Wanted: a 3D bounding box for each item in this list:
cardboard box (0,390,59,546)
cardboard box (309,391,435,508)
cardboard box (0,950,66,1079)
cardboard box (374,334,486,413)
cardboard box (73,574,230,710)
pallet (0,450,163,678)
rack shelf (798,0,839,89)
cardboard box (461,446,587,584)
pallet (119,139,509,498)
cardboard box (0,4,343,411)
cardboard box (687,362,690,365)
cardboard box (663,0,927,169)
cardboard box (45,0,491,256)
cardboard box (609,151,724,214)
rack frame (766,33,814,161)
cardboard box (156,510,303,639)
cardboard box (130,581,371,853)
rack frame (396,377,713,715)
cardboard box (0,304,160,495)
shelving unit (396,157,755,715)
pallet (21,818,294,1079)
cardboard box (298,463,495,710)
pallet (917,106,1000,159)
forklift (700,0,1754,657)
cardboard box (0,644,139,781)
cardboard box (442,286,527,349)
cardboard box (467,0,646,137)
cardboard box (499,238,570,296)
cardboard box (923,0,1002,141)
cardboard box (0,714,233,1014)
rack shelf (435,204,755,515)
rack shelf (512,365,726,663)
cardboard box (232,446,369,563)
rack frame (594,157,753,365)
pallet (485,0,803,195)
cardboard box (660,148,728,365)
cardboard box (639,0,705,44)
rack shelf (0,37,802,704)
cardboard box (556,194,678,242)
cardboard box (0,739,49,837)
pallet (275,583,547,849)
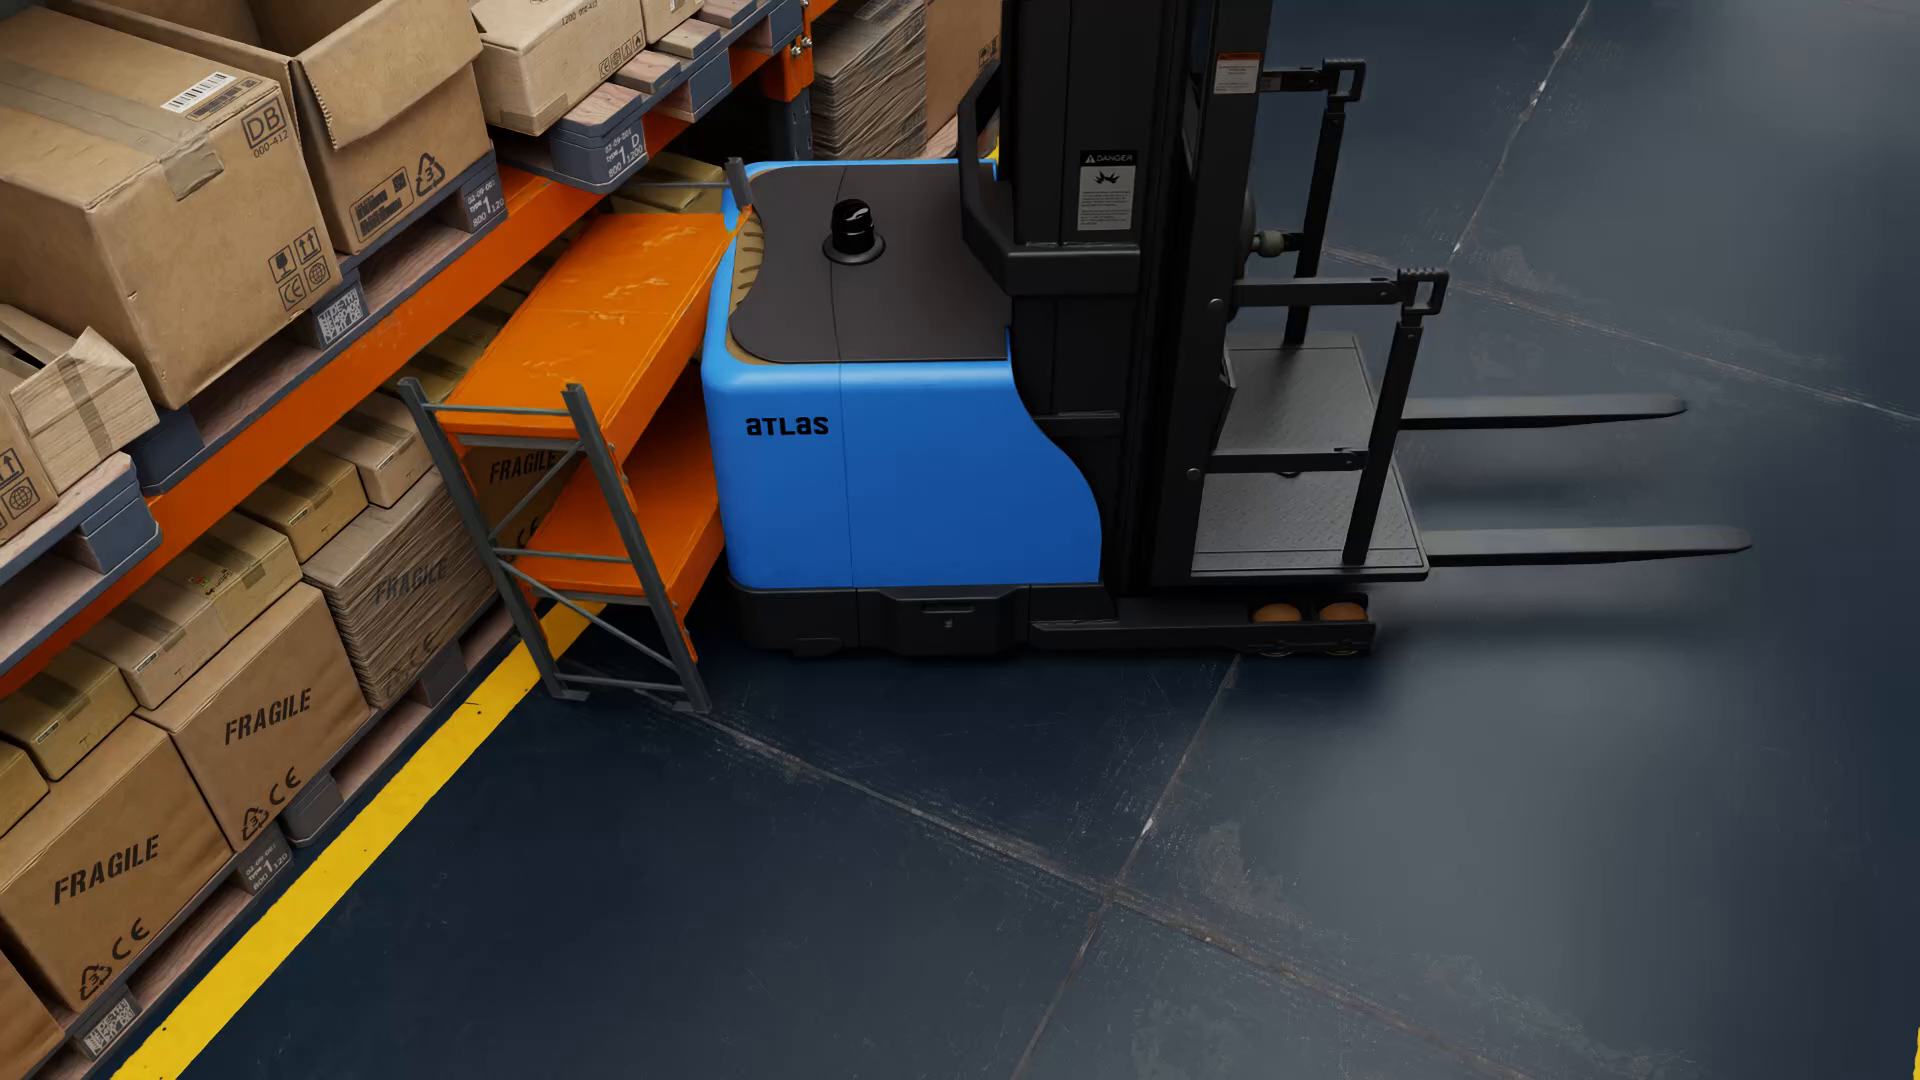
[{"bbox_3d":[-2.153,-0.210,2.983,0.700,0.500,0.500,21,49,19],"label":"cardboard box"},{"bbox_3d":[-1.605,-0.266,4.410,0.380,0.149,0.250,18,48,17],"label":"cardboard box"},{"bbox_3d":[-2.393,1.030,3.585,0.500,0.500,0.500,22,49,21],"label":"cardboard box"},{"bbox_3d":[-1.503,-0.450,4.592,0.380,0.149,0.250,20,49,18],"label":"cardboard box"},{"bbox_3d":[-1.981,0.207,3.943,0.380,0.149,0.250,20,49,19],"label":"cardboard box"},{"bbox_3d":[-2.349,0.130,3.148,1.003,0.211,1.213,20,49,19],"label":"pallet"},{"bbox_3d":[-0.031,-2.997,6.609,1.077,0.370,4.000,20,49,19],"label":"rack shelf"},{"bbox_3d":[-1.448,-0.279,4.879,0.500,0.500,0.500,22,49,21],"label":"cardboard box"},{"bbox_3d":[-1.858,-0.696,3.964,1.003,0.211,1.213,20,49,19],"label":"pallet"},{"bbox_3d":[-1.789,-0.705,3.472,0.700,0.500,0.500,20,49,19],"label":"cardboard box"},{"bbox_3d":[-1.207,-0.610,5.206,0.500,0.500,0.500,20,49,18],"label":"cardboard box"},{"bbox_3d":[-0.658,-1.691,6.187,0.875,0.625,0.625,22,49,20],"label":"cardboard box"},{"bbox_3d":[-1.554,-1.085,3.845,0.797,0.503,0.637,19,48,18],"label":"cardboard box"},{"bbox_3d":[-0.965,-1.092,5.227,0.380,0.149,0.250,18,48,17],"label":"cardboard box"},{"bbox_3d":[-0.960,-1.990,5.108,1.000,3.000,0.127,20,49,19],"label":"rack frame"},{"bbox_3d":[-1.864,0.051,4.096,0.380,0.149,0.250,22,49,20],"label":"cardboard box"},{"bbox_3d":[-1.919,0.379,4.229,0.500,0.500,0.500,19,48,18],"label":"cardboard box"},{"bbox_3d":[-1.024,0.043,4.314,0.500,1.125,0.032,4,44,19],"label":"rack frame"},{"bbox_3d":[-1.832,-0.319,3.256,0.396,0.266,0.258,23,50,21],"label":"cardboard box"},{"bbox_3d":[-0.883,-0.301,4.661,0.538,1.125,1.048,4,44,19],"label":"shelving unit"},{"bbox_3d":[-2.472,0.985,4.128,1.003,0.211,1.213,20,49,19],"label":"pallet"},{"bbox_3d":[-1.672,0.054,4.550,0.500,0.500,0.500,19,48,18],"label":"cardboard box"},{"bbox_3d":[-0.543,-1.516,6.600,1.003,0.211,1.213,20,49,19],"label":"pallet"},{"bbox_3d":[0.829,-1.064,4.241,3.031,2.935,1.130,-1,45,-1],"label":"forklift"},{"bbox_3d":[-2.130,0.352,3.799,0.380,0.149,0.250,20,49,18],"label":"cardboard box"},{"bbox_3d":[-1.388,-0.608,4.748,0.380,0.149,0.250,22,49,20],"label":"cardboard box"},{"bbox_3d":[-1.163,-1.314,4.249,0.500,0.250,0.500,18,48,17],"label":"cardboard box"},{"bbox_3d":[-1.225,-0.759,4.897,0.380,0.149,0.250,19,48,18],"label":"cardboard box"},{"bbox_3d":[-0.362,-2.106,6.596,0.875,0.625,0.625,22,49,20],"label":"cardboard box"},{"bbox_3d":[-2.154,0.692,3.920,0.500,0.500,0.500,20,49,19],"label":"cardboard box"},{"bbox_3d":[-0.934,-0.515,4.469,0.538,0.278,1.000,4,44,19],"label":"rack shelf"},{"bbox_3d":[-0.841,-0.121,4.822,0.538,0.278,1.000,4,44,19],"label":"rack shelf"},{"bbox_3d":[-1.764,-0.128,4.274,0.380,0.149,0.250,21,49,19],"label":"cardboard box"},{"bbox_3d":[-0.743,-0.644,5.008,0.500,1.125,0.032,4,44,19],"label":"rack frame"},{"bbox_3d":[-1.212,-1.473,4.731,1.213,0.211,1.003,20,49,19],"label":"pallet"},{"bbox_3d":[-0.966,-0.922,5.514,0.500,0.500,0.500,22,49,20],"label":"cardboard box"},{"bbox_3d":[-0.925,-1.509,4.514,0.380,0.149,0.250,21,49,20],"label":"cardboard box"},{"bbox_3d":[-1.888,-0.477,4.119,1.077,0.370,4.000,20,49,19],"label":"rack shelf"},{"bbox_3d":[-1.064,-0.910,5.047,0.380,0.149,0.250,18,48,17],"label":"cardboard box"},{"bbox_3d":[-2.245,0.529,3.624,0.380,0.149,0.250,18,48,17],"label":"cardboard box"},{"bbox_3d":[-1.907,0.214,4.891,1.003,0.211,1.213,20,49,19],"label":"pallet"}]
